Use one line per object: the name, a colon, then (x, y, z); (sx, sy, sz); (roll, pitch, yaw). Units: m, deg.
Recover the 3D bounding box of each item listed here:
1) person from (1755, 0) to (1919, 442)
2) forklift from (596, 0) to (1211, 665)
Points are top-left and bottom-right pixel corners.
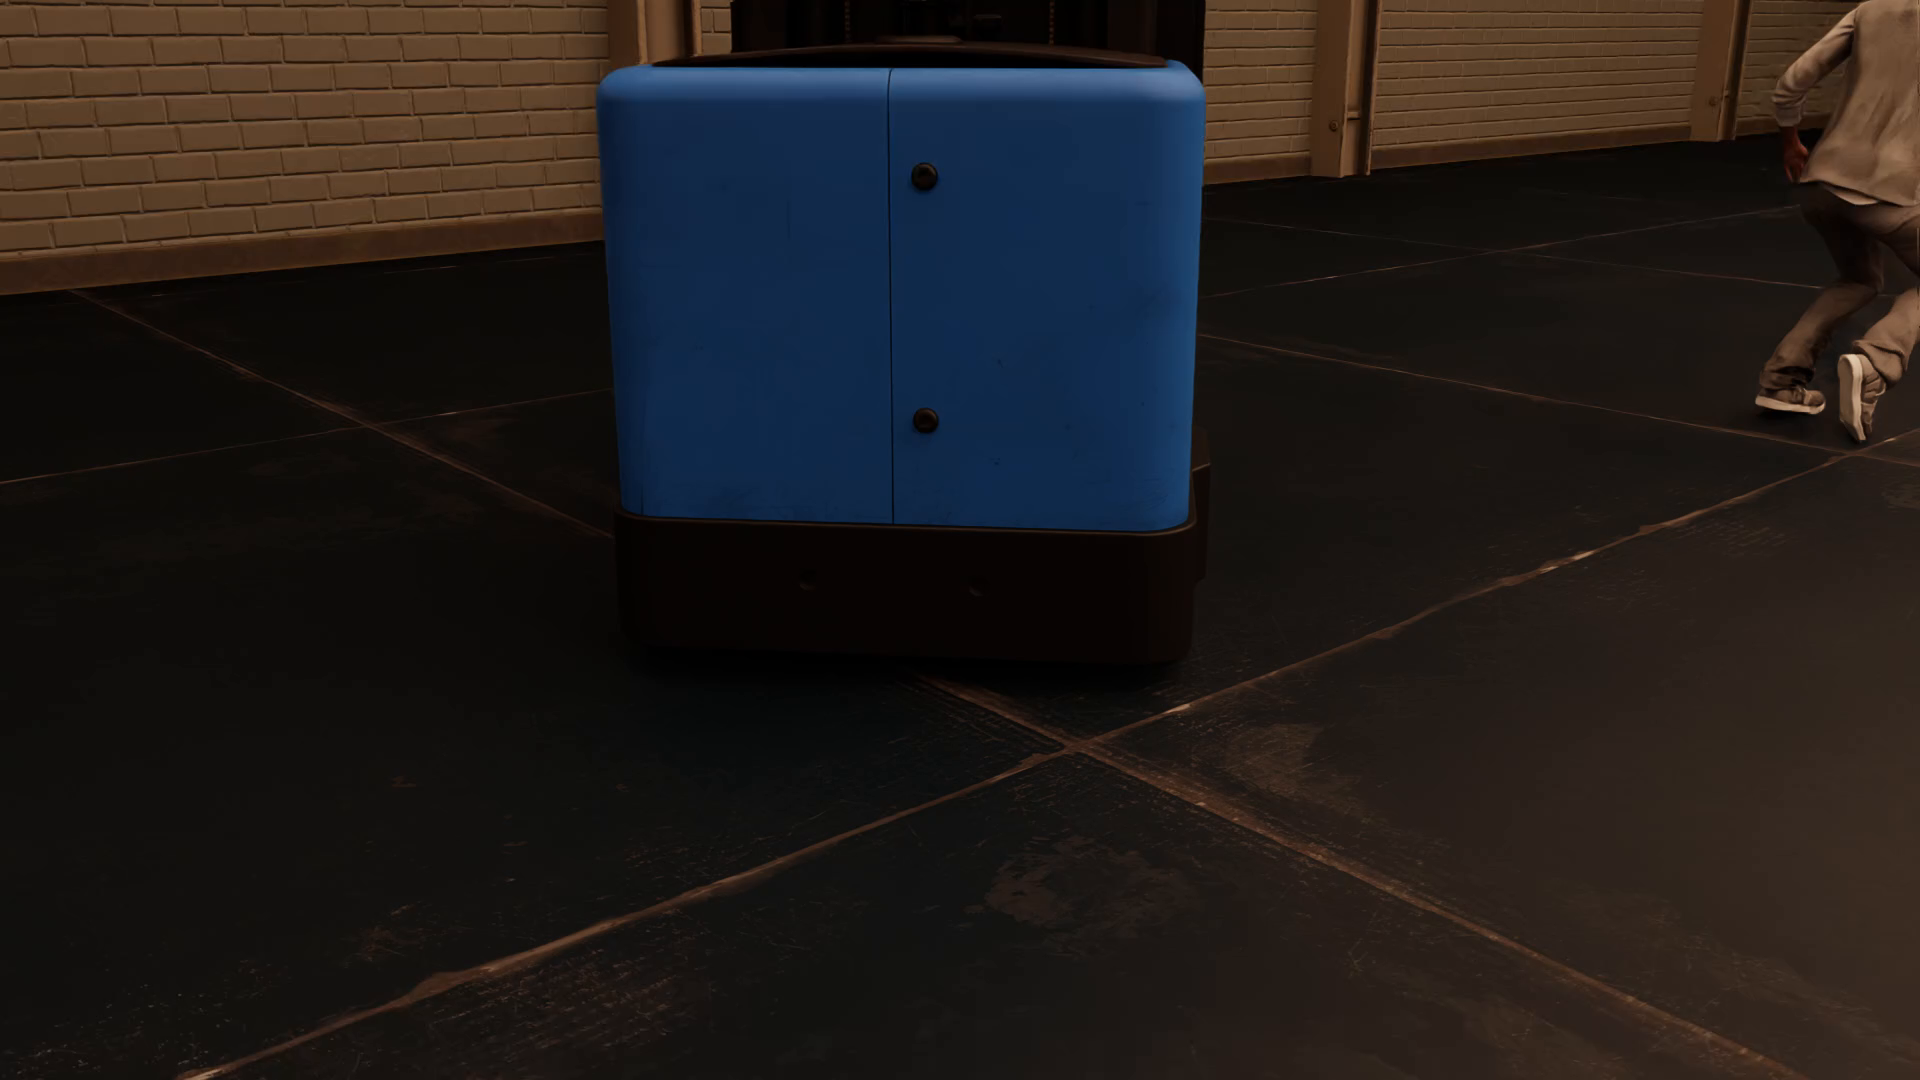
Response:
person: (2.645, -1.003, 4.719); (0.486, 1.415, 0.813); (-11, 21, -32)
forklift: (0.043, -1.573, 3.969); (1.130, 2.935, 3.031); (2, 17, 6)
